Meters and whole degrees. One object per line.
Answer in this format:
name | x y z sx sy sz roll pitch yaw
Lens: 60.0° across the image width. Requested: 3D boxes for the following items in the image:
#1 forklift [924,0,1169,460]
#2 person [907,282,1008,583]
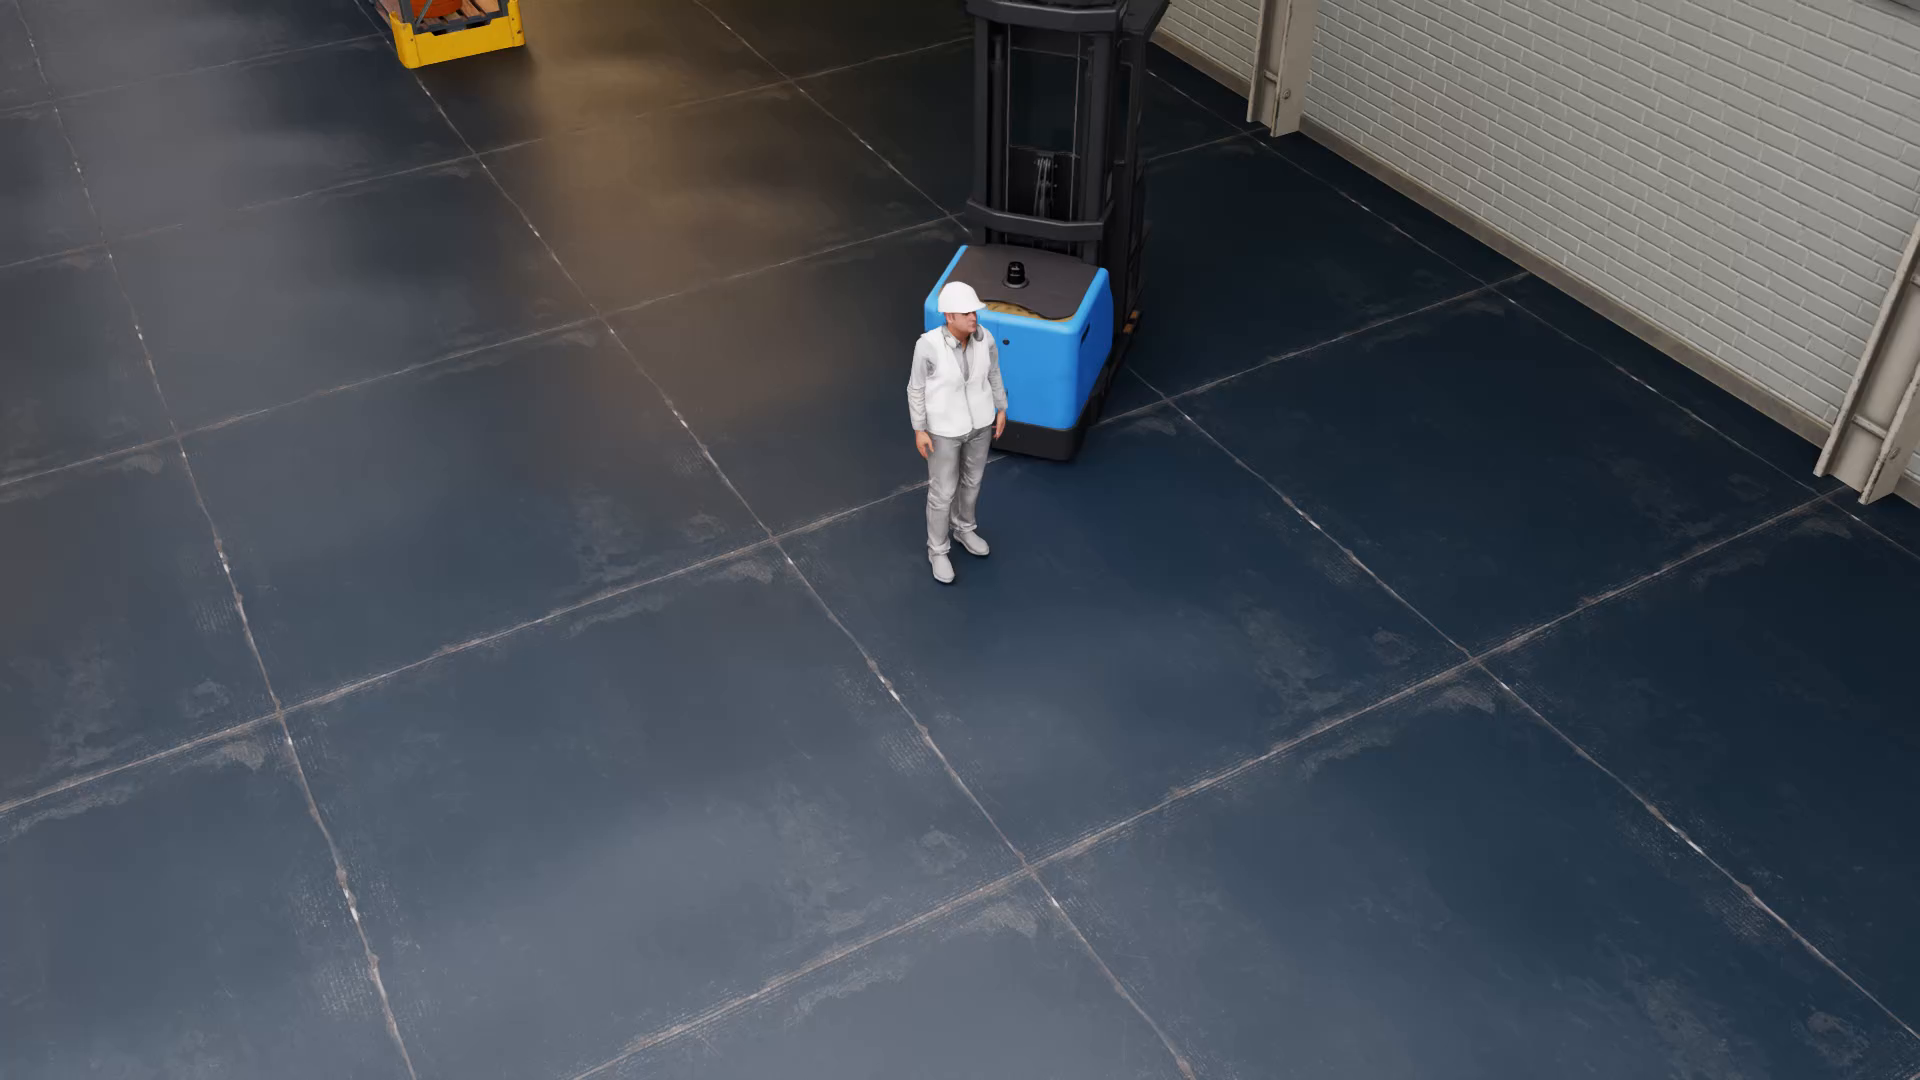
forklift | 0.702 -2.596 11.166 1.130 2.935 3.031 12 41 14
person | 0.025 -0.651 9.716 0.633 1.775 0.566 -20 44 -23
